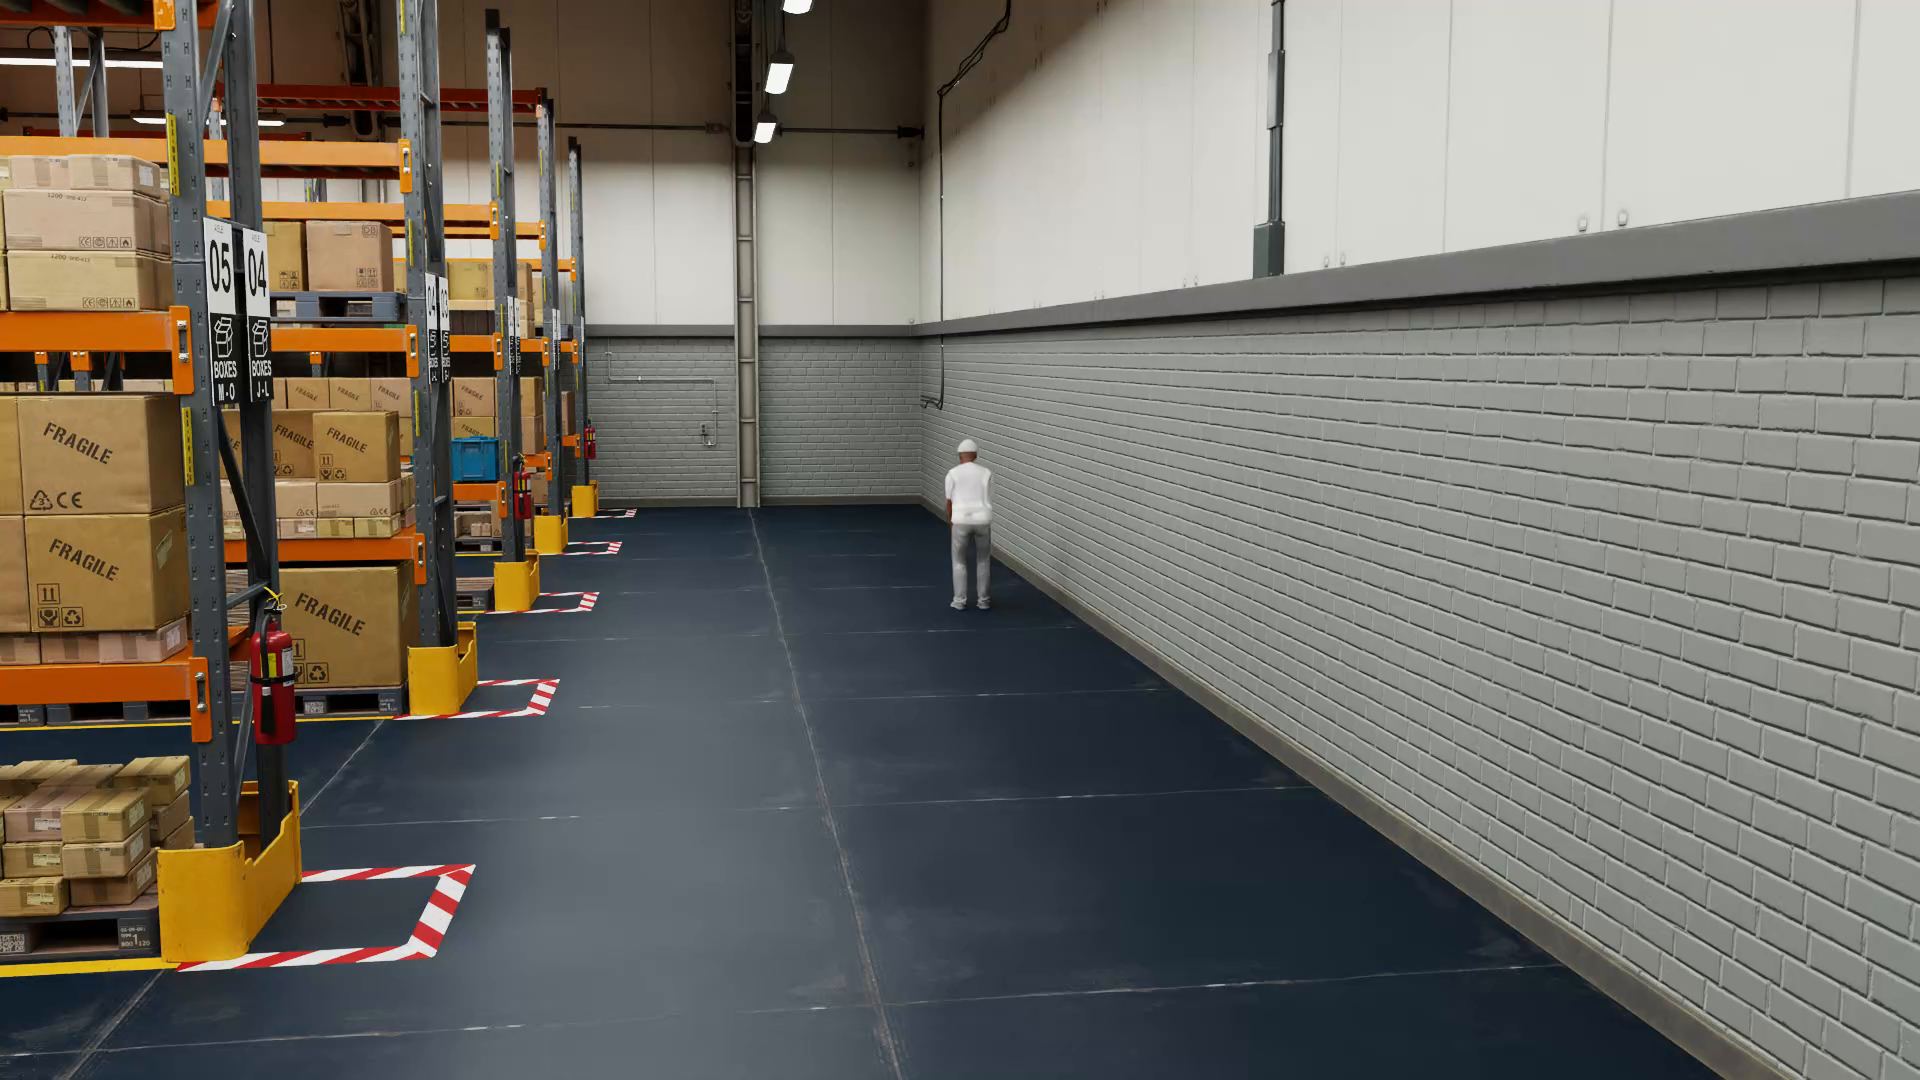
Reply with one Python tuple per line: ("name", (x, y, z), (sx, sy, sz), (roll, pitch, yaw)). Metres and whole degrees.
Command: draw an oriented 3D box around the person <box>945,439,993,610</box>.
("person", (0.088, -0.171, 17.207), (0.501, 1.746, 0.592), (-1, 7, -10))
